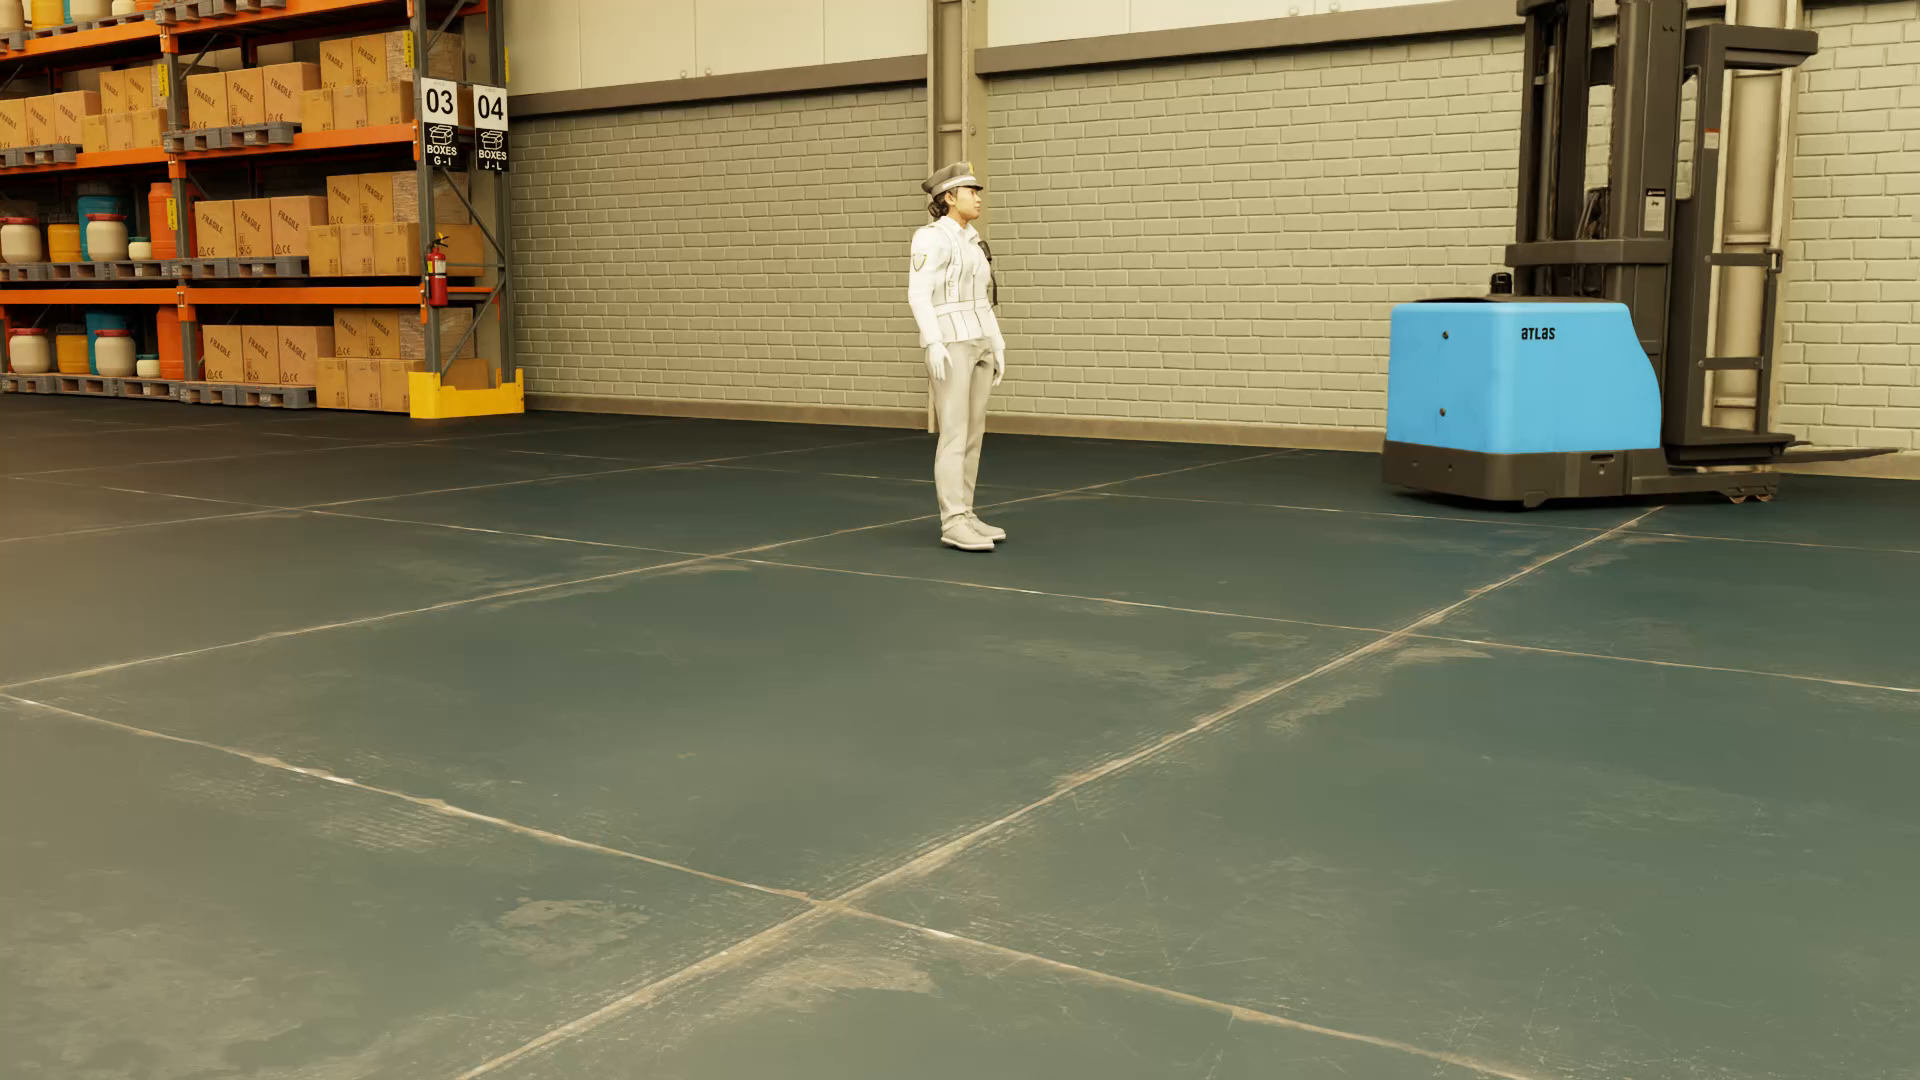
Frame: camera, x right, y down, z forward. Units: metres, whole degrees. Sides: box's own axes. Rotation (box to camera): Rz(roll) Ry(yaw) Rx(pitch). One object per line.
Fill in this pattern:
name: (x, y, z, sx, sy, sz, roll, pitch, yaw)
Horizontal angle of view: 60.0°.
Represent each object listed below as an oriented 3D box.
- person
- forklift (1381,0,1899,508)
person: (0.053, -0.840, 7.439, 0.530, 1.694, 0.586, 5, 10, 34)
forklift: (3.950, -1.721, 9.294, 3.031, 2.935, 1.130, -3, 9, -21)
